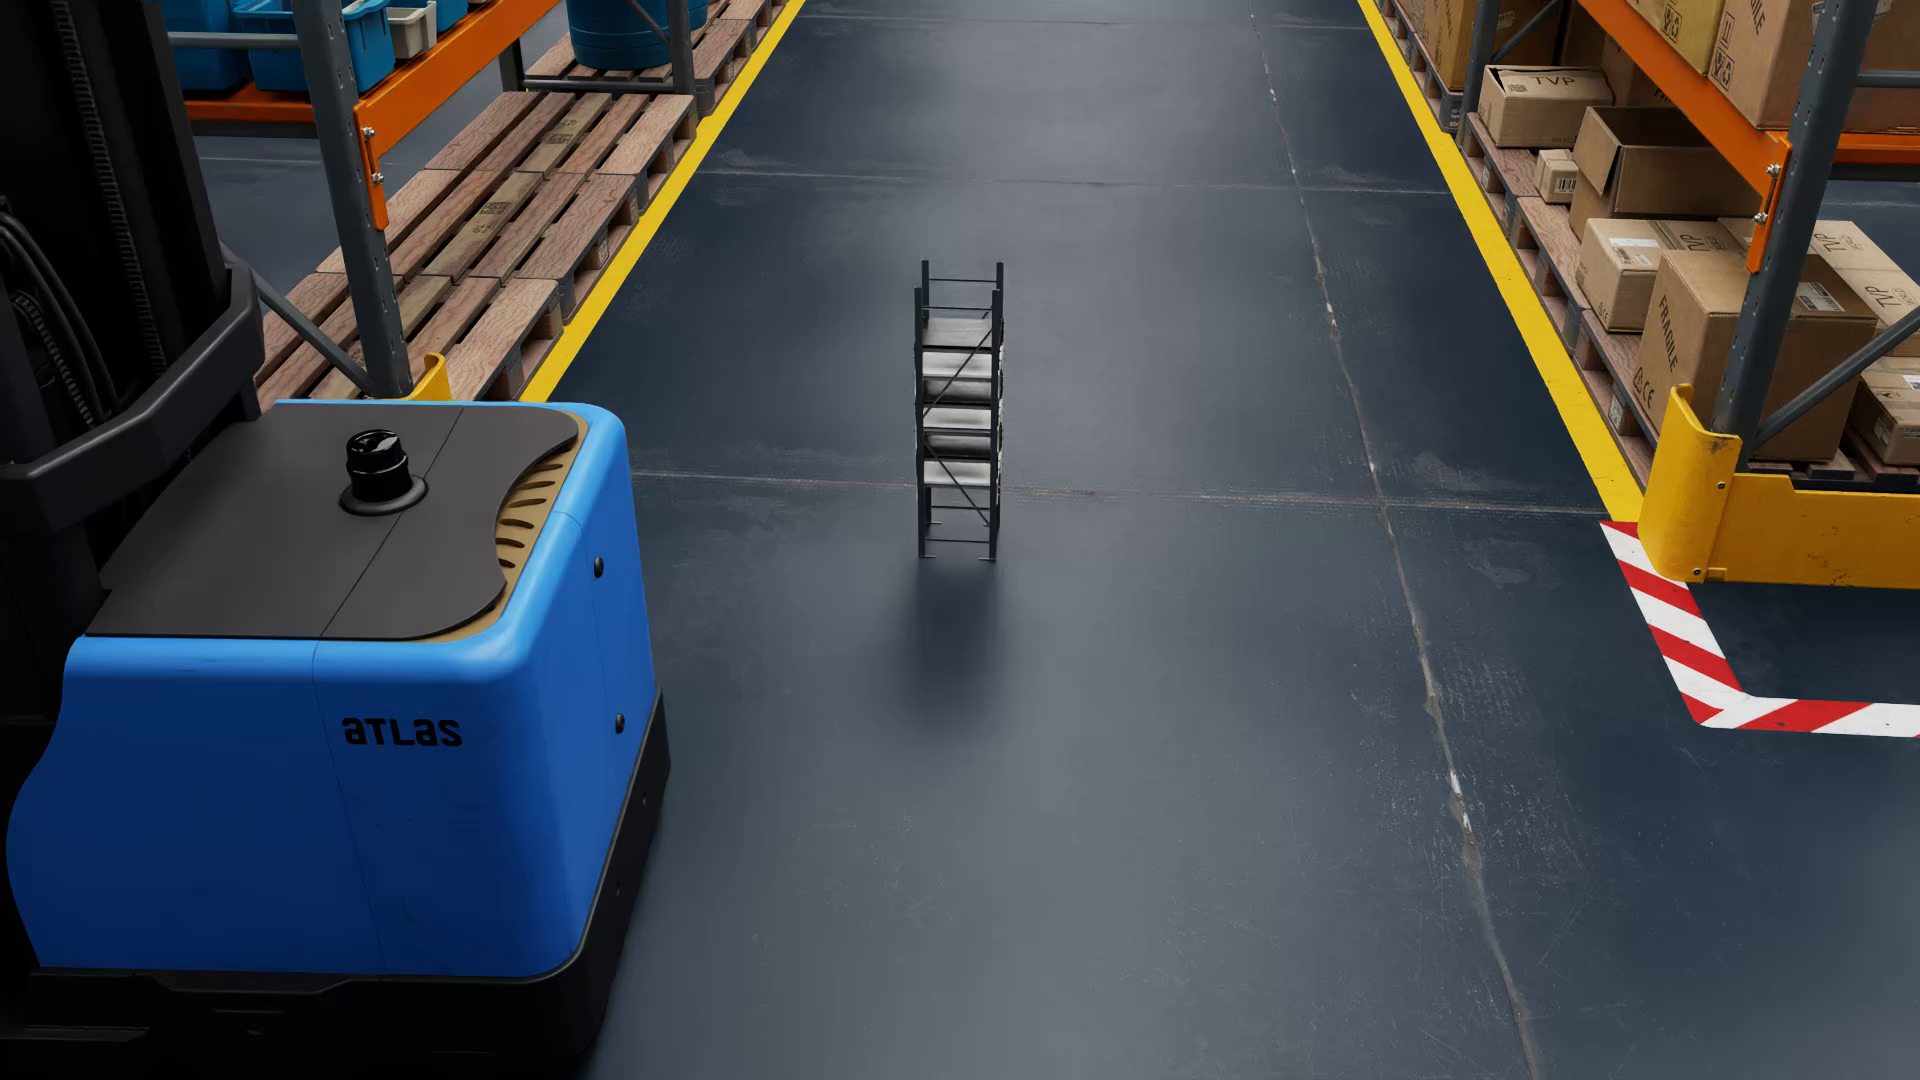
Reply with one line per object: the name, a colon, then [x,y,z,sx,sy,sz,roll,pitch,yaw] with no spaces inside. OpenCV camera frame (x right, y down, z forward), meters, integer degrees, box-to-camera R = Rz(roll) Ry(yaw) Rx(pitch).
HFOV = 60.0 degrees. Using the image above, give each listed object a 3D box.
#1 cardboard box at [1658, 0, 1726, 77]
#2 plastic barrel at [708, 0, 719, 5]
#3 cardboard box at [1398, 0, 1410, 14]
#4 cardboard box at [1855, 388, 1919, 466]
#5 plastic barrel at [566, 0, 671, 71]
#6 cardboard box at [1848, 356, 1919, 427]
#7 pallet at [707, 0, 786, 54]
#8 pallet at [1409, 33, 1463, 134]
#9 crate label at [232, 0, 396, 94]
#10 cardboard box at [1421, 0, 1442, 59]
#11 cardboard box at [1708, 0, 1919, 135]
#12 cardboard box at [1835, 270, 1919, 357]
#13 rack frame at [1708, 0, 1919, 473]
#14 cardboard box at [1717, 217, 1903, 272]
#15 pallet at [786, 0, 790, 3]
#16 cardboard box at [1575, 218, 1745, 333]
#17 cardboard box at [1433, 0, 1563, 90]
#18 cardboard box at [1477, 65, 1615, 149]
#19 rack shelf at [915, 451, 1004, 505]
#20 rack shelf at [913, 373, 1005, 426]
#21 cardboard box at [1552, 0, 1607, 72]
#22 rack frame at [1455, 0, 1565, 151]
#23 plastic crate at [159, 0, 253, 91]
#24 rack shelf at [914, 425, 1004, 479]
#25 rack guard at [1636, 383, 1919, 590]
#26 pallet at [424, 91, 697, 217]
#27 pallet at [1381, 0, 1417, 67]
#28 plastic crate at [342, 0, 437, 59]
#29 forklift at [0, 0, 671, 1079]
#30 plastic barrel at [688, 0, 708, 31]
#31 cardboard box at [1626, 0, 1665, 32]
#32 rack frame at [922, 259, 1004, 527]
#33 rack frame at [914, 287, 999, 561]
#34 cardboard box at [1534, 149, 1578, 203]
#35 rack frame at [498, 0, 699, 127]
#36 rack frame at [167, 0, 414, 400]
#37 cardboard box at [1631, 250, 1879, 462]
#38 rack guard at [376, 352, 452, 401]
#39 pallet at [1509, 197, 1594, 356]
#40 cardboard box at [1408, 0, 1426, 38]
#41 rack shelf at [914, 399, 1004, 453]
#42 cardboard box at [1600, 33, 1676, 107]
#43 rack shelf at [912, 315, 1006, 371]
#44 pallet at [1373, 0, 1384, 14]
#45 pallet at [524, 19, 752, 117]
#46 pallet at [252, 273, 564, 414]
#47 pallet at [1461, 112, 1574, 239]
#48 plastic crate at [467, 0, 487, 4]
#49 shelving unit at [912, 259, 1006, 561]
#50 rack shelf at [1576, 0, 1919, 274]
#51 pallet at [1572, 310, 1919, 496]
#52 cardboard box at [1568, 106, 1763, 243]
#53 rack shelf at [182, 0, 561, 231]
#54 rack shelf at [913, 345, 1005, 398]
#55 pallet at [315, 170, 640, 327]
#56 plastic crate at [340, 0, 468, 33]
cardboard box: [2.522,-1.737,5.114,0.500,0.500,0.500,3,32,4]
plastic barrel: [-1.639,-3.547,10.118,0.421,0.512,0.421,0,32,0]
cardboard box: [2.927,-3.448,9.950,0.500,0.500,0.500,1,32,2]
cardboard box: [3.094,-0.355,5.265,0.380,0.149,0.250,2,32,4]
plastic barrel: [-1.832,-3.051,8.942,0.600,0.901,0.708,2,32,4]
cardboard box: [3.115,-0.493,5.472,0.380,0.166,0.250,2,32,4]
pallet: [-1.692,-3.336,10.463,1.003,0.211,1.213,2,32,4]
pallet: [3.072,-2.508,9.119,1.003,0.211,1.213,2,32,4]
crate label: [-1.871,-1.460,4.862,0.416,0.233,0.303,2,32,4]
cardboard box: [2.847,-2.920,9.093,0.500,0.500,0.500,3,32,4]
cardboard box: [2.483,-1.465,4.674,0.500,0.500,0.500,3,32,5]
cardboard box: [3.085,-0.727,5.773,0.500,0.250,0.500,2,32,4]
rack frame: [2.718,-1.177,4.301,1.000,3.000,0.127,2,32,4]
cardboard box: [3.126,-0.989,6.197,0.500,0.250,0.500,2,32,4]
pallet: [-1.590,-3.973,11.495,1.003,0.211,1.213,2,32,4]
cardboard box: [2.624,-0.984,6.189,0.500,0.250,0.500,2,32,4]
cardboard box: [2.798,-2.662,8.674,0.500,0.500,0.500,2,32,4]
cardboard box: [2.794,-2.101,7.944,0.500,0.311,0.500,2,32,4]
rack shelf: [-0.001,-0.197,5.119,0.258,0.077,0.200,2,32,4]
rack shelf: [-0.001,-0.427,4.977,0.258,0.077,0.200,2,32,4]
cardboard box: [3.326,-2.634,8.629,0.500,0.500,0.500,1,32,2]
rack frame: [3.043,-3.269,7.695,1.000,3.000,0.127,2,32,4]
plastic crate: [-2.378,-1.614,4.919,0.616,0.435,0.499,2,32,4]
rack shelf: [-0.001,-0.274,5.072,0.258,0.077,0.200,2,32,4]
rack guard: [2.724,-0.153,5.021,1.175,0.500,0.348,2,32,4]
pallet: [-1.914,-1.909,8.146,1.003,0.211,1.213,2,32,4]
pallet: [3.169,-3.148,10.157,1.003,0.211,1.213,2,32,4]
plastic crate: [-1.762,-1.583,5.154,0.250,0.136,0.298,2,32,4]
forklift: [-2.255,-0.413,3.127,3.031,2.935,1.130,1,32,1]
plastic barrel: [-1.774,-3.422,9.543,0.600,0.901,0.708,2,32,4]
cardboard box: [2.568,-1.998,5.537,0.500,0.500,0.500,3,32,4]
rack frame: [0.008,-0.432,5.093,0.240,0.900,0.006,2,32,4]
rack frame: [-0.009,-0.326,4.921,0.240,0.900,0.006,2,32,4]
cardboard box: [2.733,-1.587,7.247,0.380,0.166,0.250,2,32,4]
rack frame: [-1.893,-3.482,8.041,1.000,3.000,0.127,2,32,4]
rack frame: [-2.219,-1.391,4.647,1.000,3.000,0.127,2,32,4]
cardboard box: [2.516,-0.595,5.320,0.500,0.500,0.500,2,32,4]
rack guard: [-2.208,-0.313,5.282,1.175,0.500,0.348,2,32,4]
pallet: [2.890,-1.083,6.806,1.003,0.211,1.213,2,32,4]
cardboard box: [2.888,-3.182,9.518,0.500,0.500,0.500,3,32,5]
rack shelf: [-0.001,-0.350,5.025,0.258,0.077,0.200,2,32,4]
cardboard box: [3.280,-2.082,7.732,0.500,0.500,0.500,2,32,4]
rack shelf: [-0.001,-0.580,4.883,0.258,0.077,0.200,2,32,4]
pallet: [3.271,-3.784,11.190,1.003,0.211,1.213,2,32,4]
pallet: [-1.789,-2.697,9.425,1.003,0.211,1.213,2,32,4]
pallet: [-2.113,-0.633,6.076,1.003,0.211,1.213,2,32,4]
pallet: [2.987,-1.722,7.844,1.003,0.211,1.213,2,32,4]
plastic crate: [-1.707,-1.938,5.730,0.250,0.136,0.298,2,32,4]
shelving unit: [-0.001,-0.379,5.007,0.258,0.900,0.210,2,32,4]
rack shelf: [2.881,-1.917,6.187,1.077,0.370,4.000,2,32,4]
pallet: [2.788,-0.446,5.774,1.003,0.211,1.213,2,32,4]
cardboard box: [2.896,-1.411,6.640,0.797,0.503,0.637,2,32,4]
rack shelf: [-2.056,-2.130,6.533,1.077,0.370,4.000,2,32,4]
rack shelf: [-0.001,-0.504,4.930,0.258,0.077,0.200,2,32,4]
pallet: [-2.011,-1.269,7.108,1.003,0.211,1.213,2,32,4]
plastic crate: [-1.817,-1.804,5.421,0.416,0.233,0.300,2,32,4]
